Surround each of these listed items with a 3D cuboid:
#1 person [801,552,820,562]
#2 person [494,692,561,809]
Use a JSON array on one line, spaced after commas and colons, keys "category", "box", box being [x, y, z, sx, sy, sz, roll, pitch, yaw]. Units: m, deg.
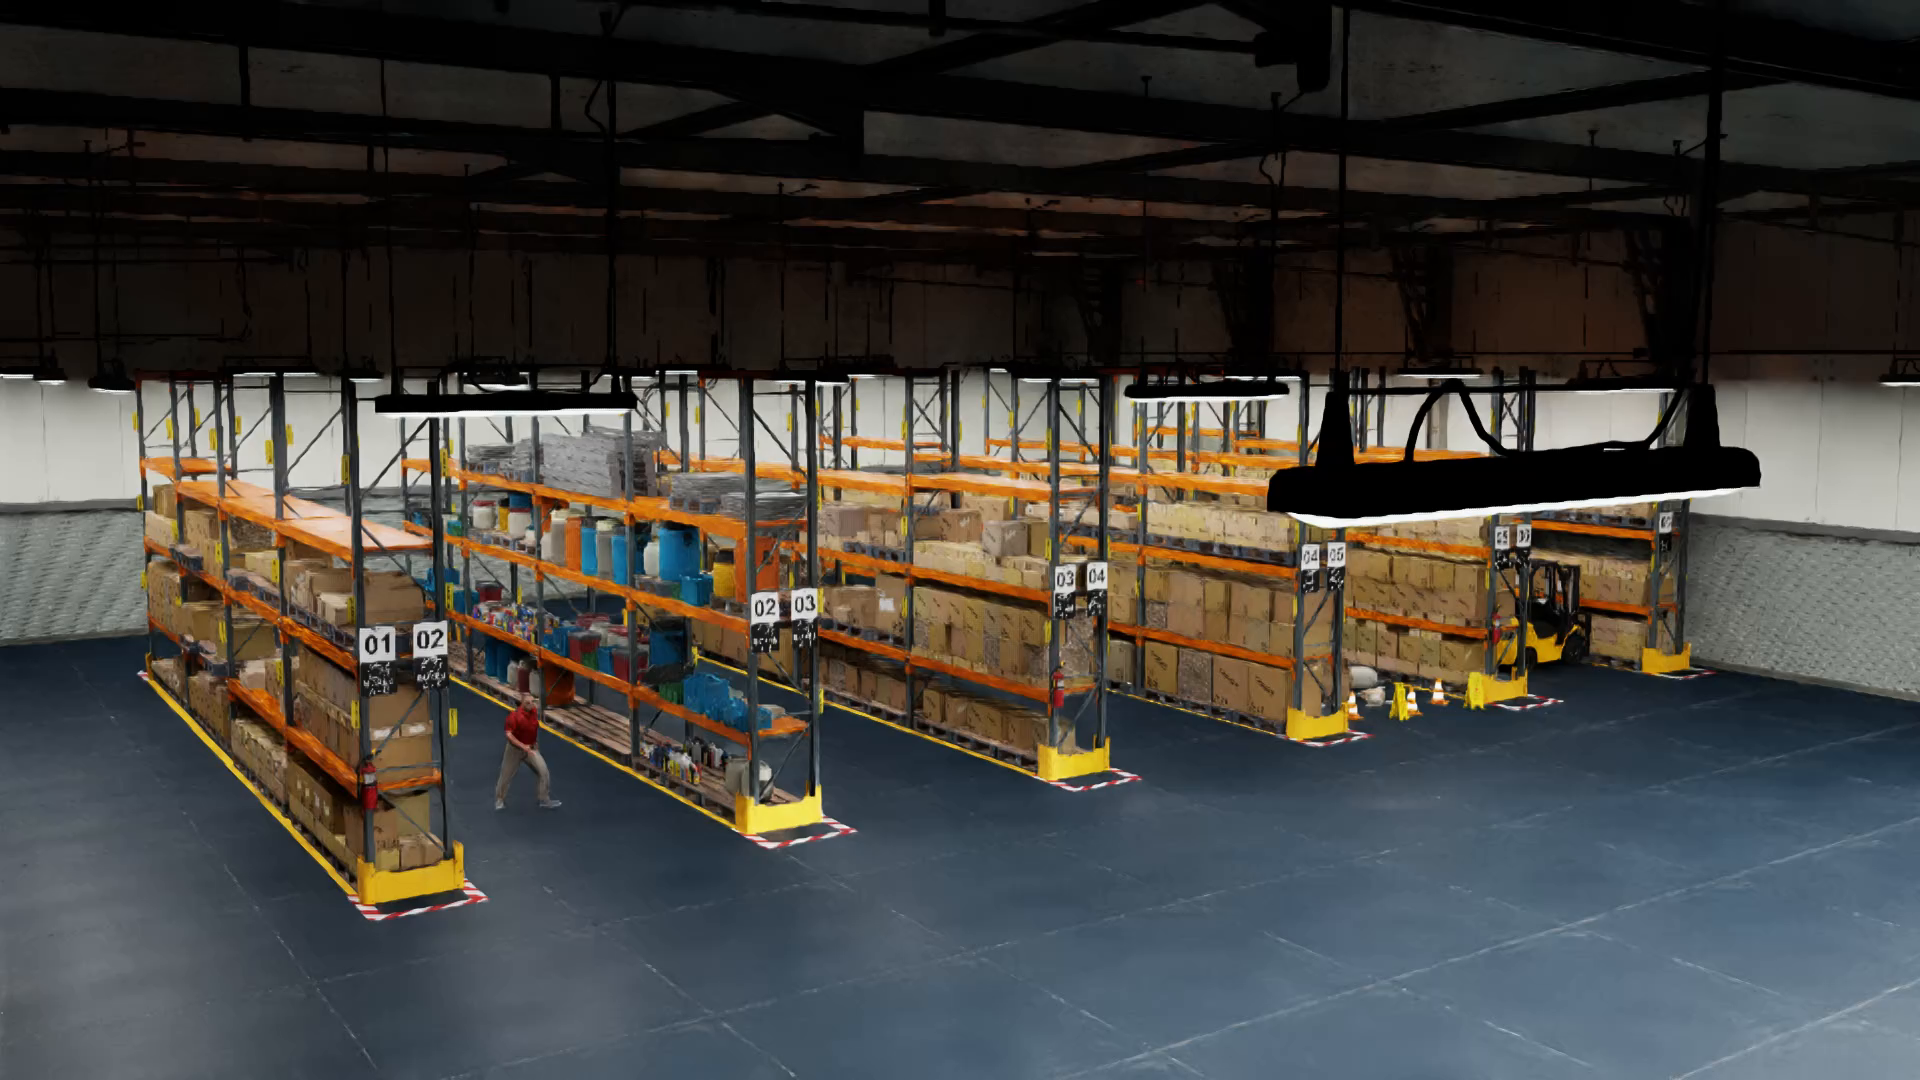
[{"category": "person", "box": [-3.689, 0.729, 41.749, 0.687, 1.773, 0.455, 3, 7, 23]}, {"category": "person", "box": [-6.061, 2.901, 23.048, 0.857, 1.662, 0.701, 5, 8, 39]}]
